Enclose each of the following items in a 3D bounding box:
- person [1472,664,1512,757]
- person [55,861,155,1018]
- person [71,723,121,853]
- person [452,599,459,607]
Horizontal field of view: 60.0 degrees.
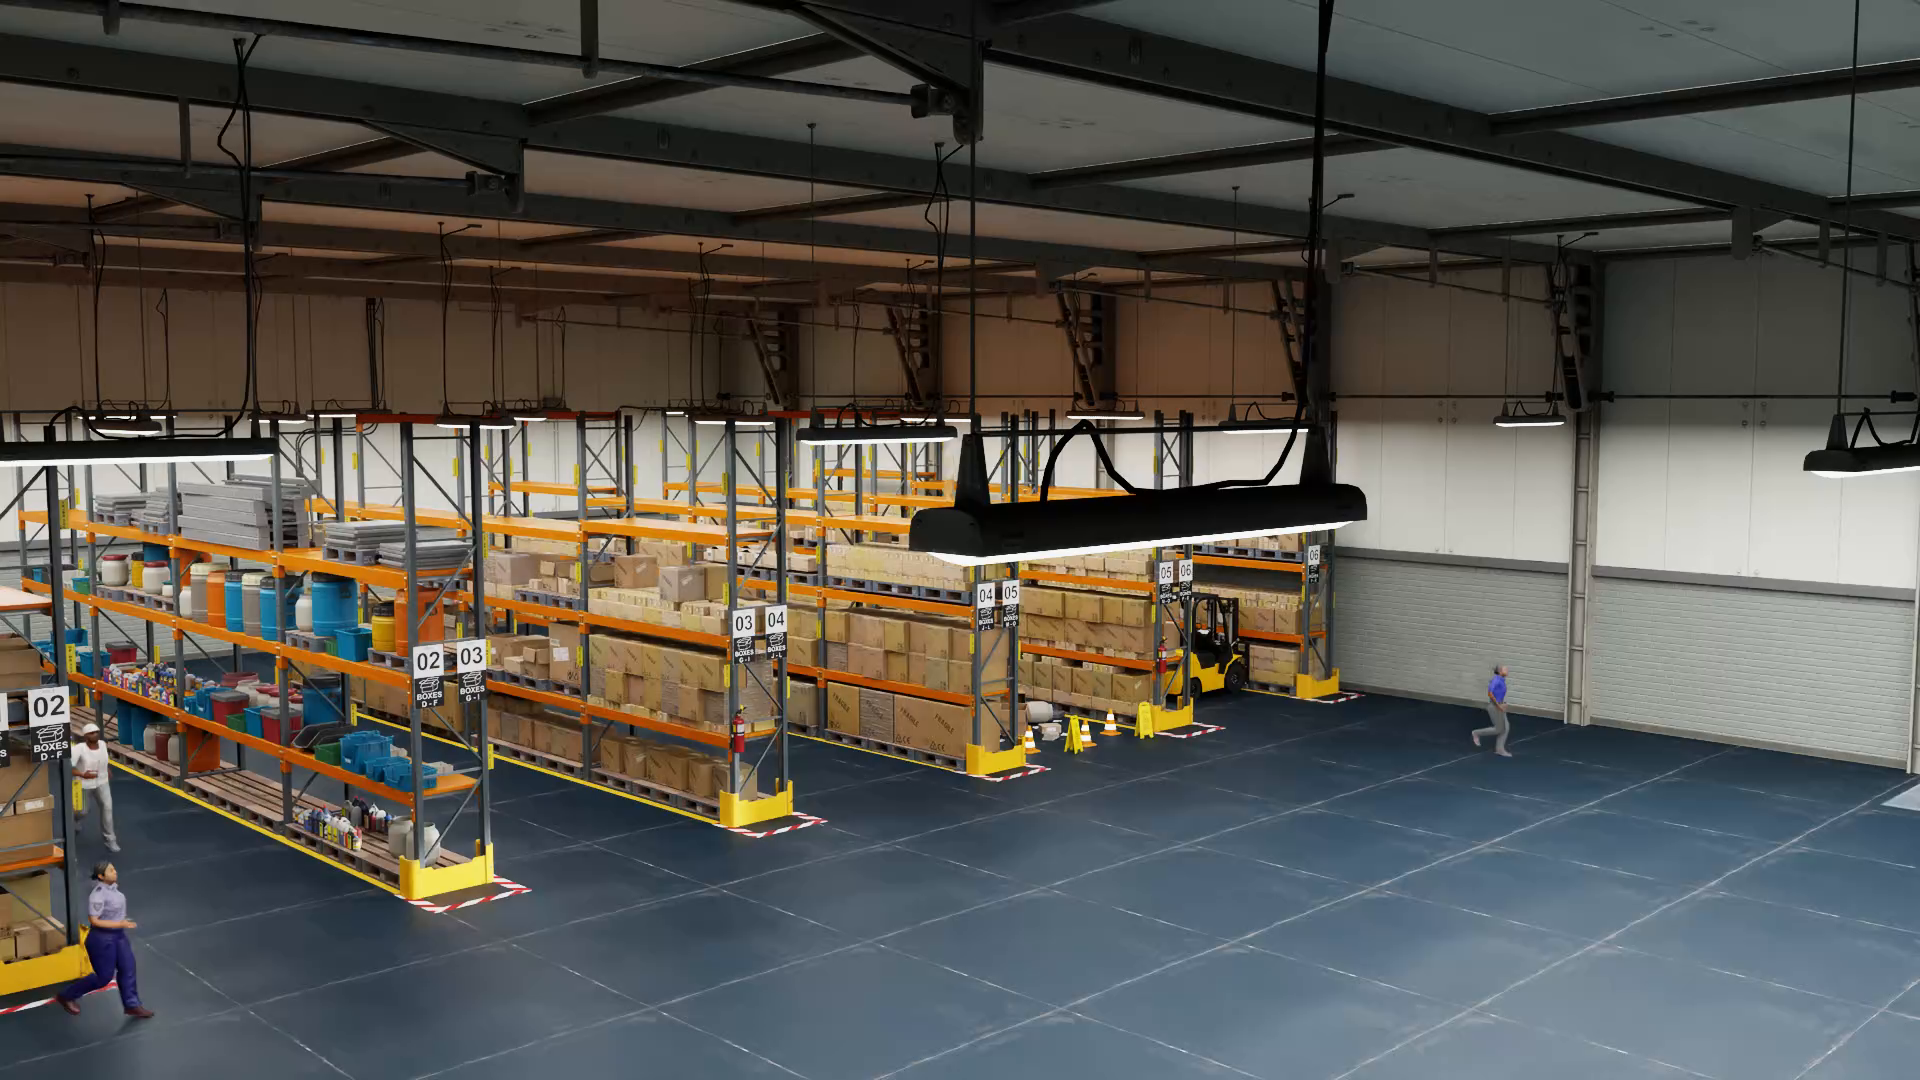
[{"bbox_3d":[9.426,2.987,29.391,0.693,1.628,0.599,2,5,24],"label":"person"},{"bbox_3d":[-8.645,4.062,16.833,0.839,1.665,0.624,-1,5,-11],"label":"person"},{"bbox_3d":[-12.178,3.440,23.265,1.146,1.771,0.664,4,6,40],"label":"person"},{"bbox_3d":[-11.713,2.153,38.574,0.714,1.657,0.890,-1,5,-16],"label":"person"}]
